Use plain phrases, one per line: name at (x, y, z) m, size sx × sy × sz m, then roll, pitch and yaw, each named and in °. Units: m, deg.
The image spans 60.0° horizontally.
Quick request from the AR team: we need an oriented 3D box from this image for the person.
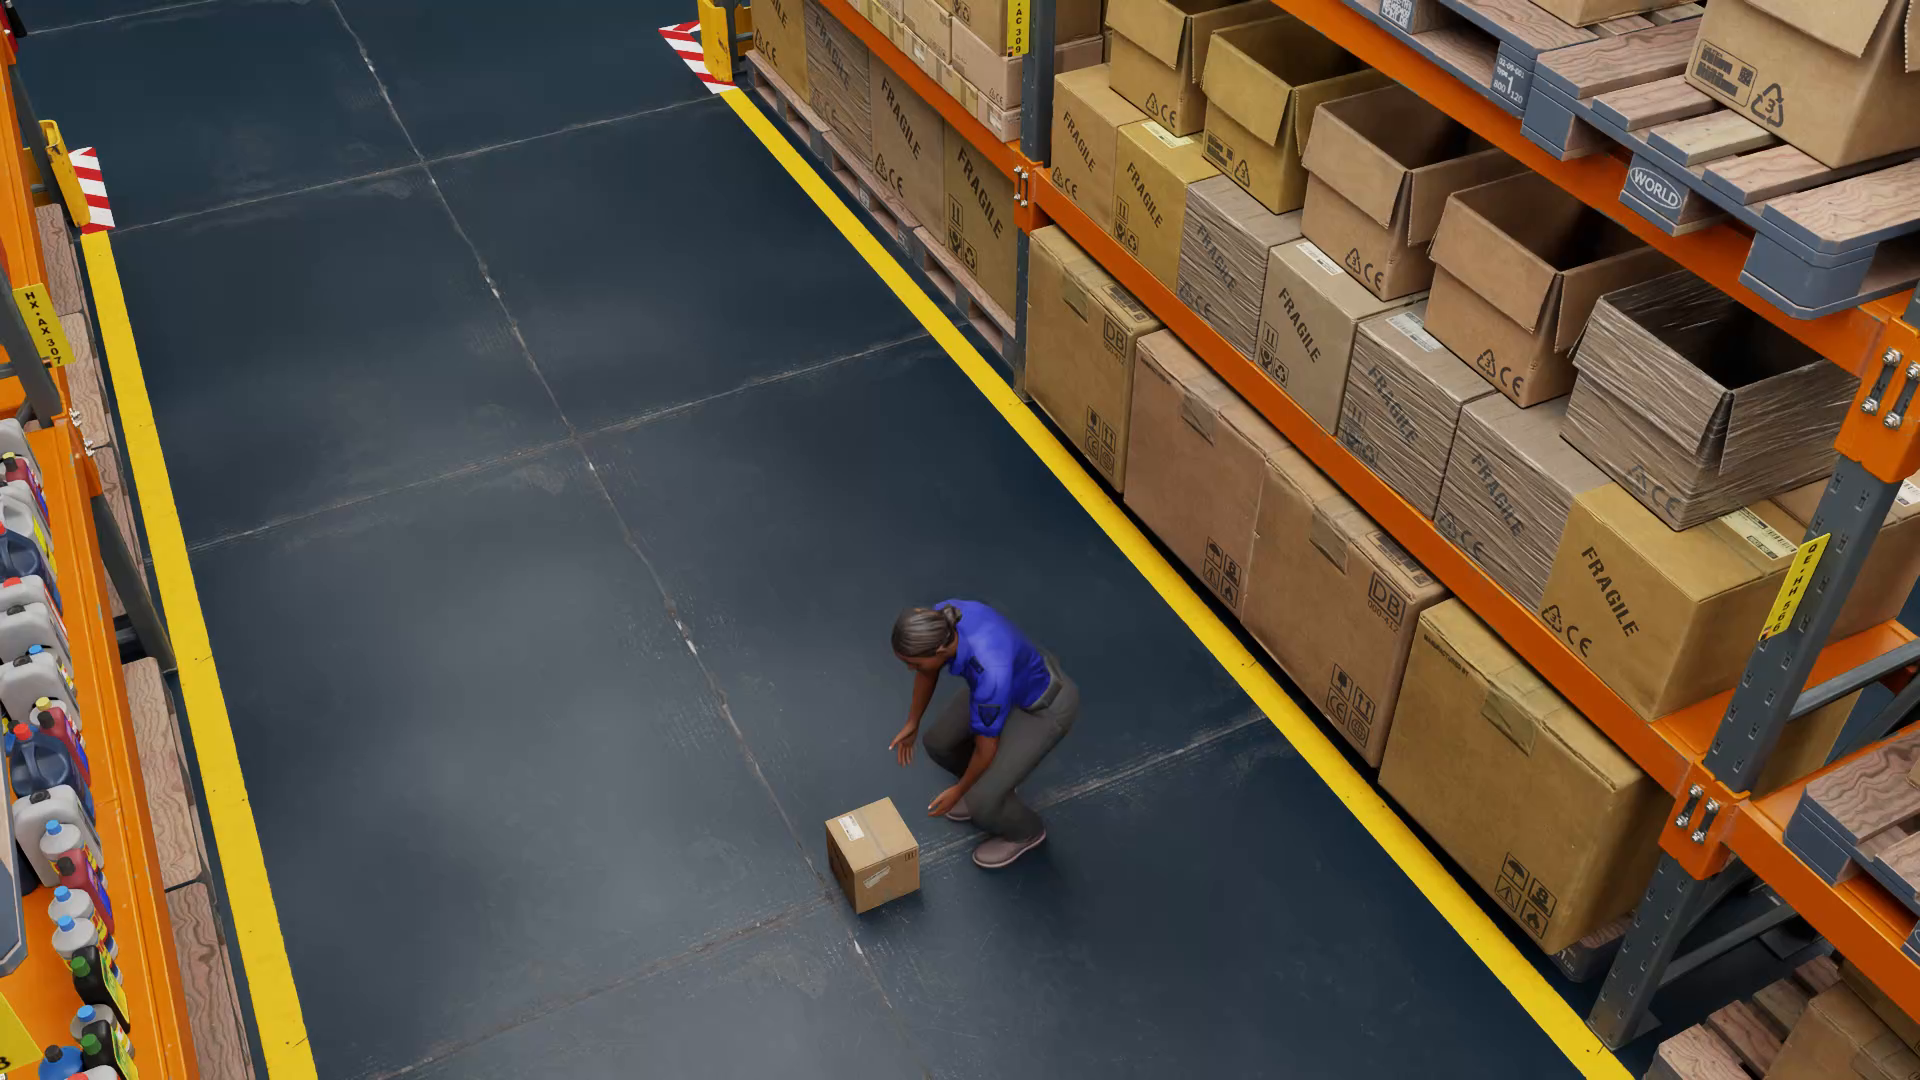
person at (0.092, 0.635, 5.741) m, size 0.684 × 1.274 × 0.497 m, roll -18°, pitch 45°, yaw -19°
